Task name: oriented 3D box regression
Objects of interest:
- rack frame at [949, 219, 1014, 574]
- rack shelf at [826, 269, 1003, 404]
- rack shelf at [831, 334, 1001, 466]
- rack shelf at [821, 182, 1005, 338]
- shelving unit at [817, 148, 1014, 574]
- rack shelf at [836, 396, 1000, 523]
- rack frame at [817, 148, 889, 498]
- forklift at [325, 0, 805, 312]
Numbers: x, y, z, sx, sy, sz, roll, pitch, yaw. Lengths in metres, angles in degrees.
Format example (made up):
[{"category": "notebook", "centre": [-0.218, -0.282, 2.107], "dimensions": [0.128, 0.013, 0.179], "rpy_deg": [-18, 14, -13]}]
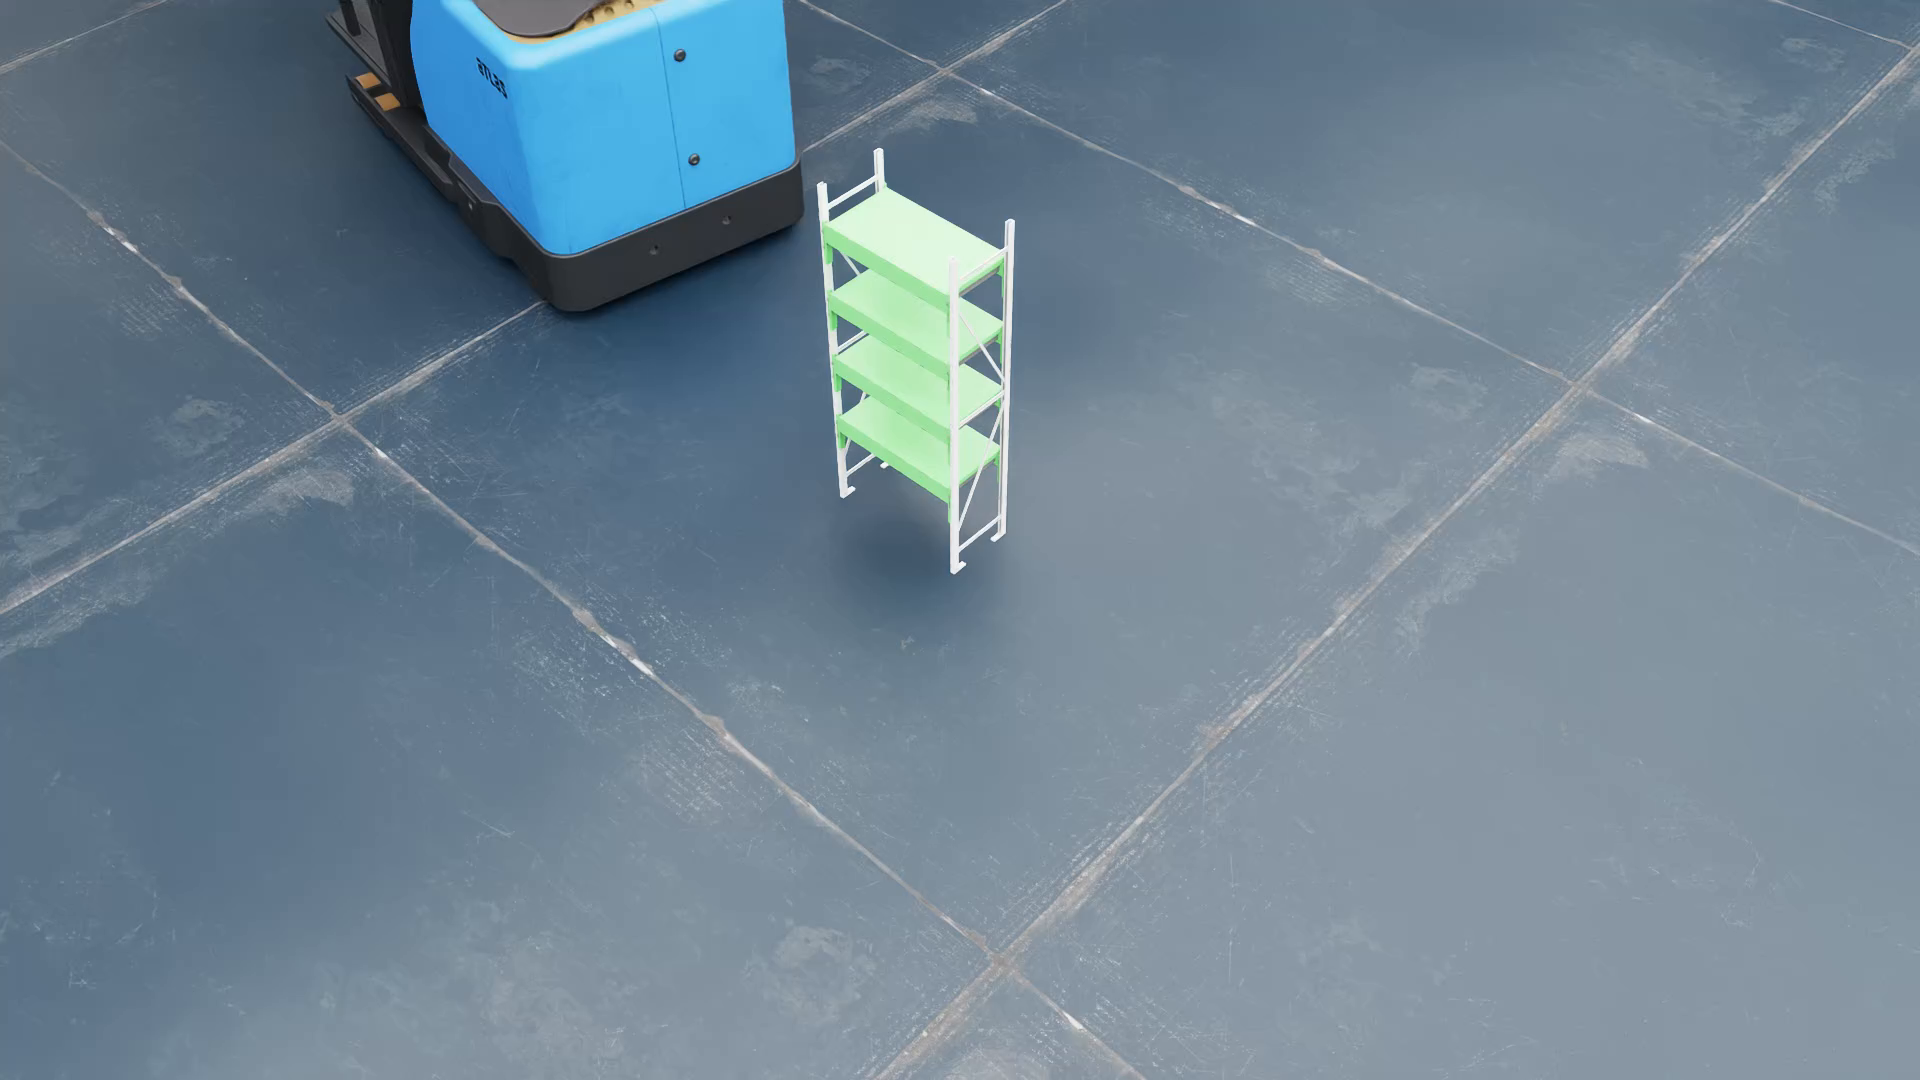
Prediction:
[{"category": "rack frame", "centre": [0.058, -0.372, 4.776], "dimensions": [0.015, 1.200, 0.240], "rpy_deg": [34, 55, 28]}, {"category": "rack shelf", "centre": [-0.122, -0.613, 4.761], "dimensions": [0.480, 0.148, 0.258], "rpy_deg": [34, 55, 28]}, {"category": "rack shelf", "centre": [-0.122, -0.449, 4.936], "dimensions": [0.480, 0.148, 0.258], "rpy_deg": [34, 55, 28]}, {"category": "rack shelf", "centre": [-0.122, -0.777, 4.586], "dimensions": [0.480, 0.148, 0.258], "rpy_deg": [34, 55, 28]}, {"category": "shelving unit", "centre": [-0.122, -0.493, 4.889], "dimensions": [0.503, 1.200, 0.258], "rpy_deg": [34, 55, 28]}, {"category": "rack shelf", "centre": [-0.122, -0.285, 5.111], "dimensions": [0.480, 0.148, 0.258], "rpy_deg": [34, 55, 28]}, {"category": "rack frame", "centre": [-0.301, -0.613, 5.003], "dimensions": [0.015, 1.200, 0.240], "rpy_deg": [34, 55, 28]}, {"category": "forklift", "centre": [-1.871, -2.848, 5.914], "dimensions": [1.130, 2.935, 3.031], "rpy_deg": [-28, 53, -24]}]
